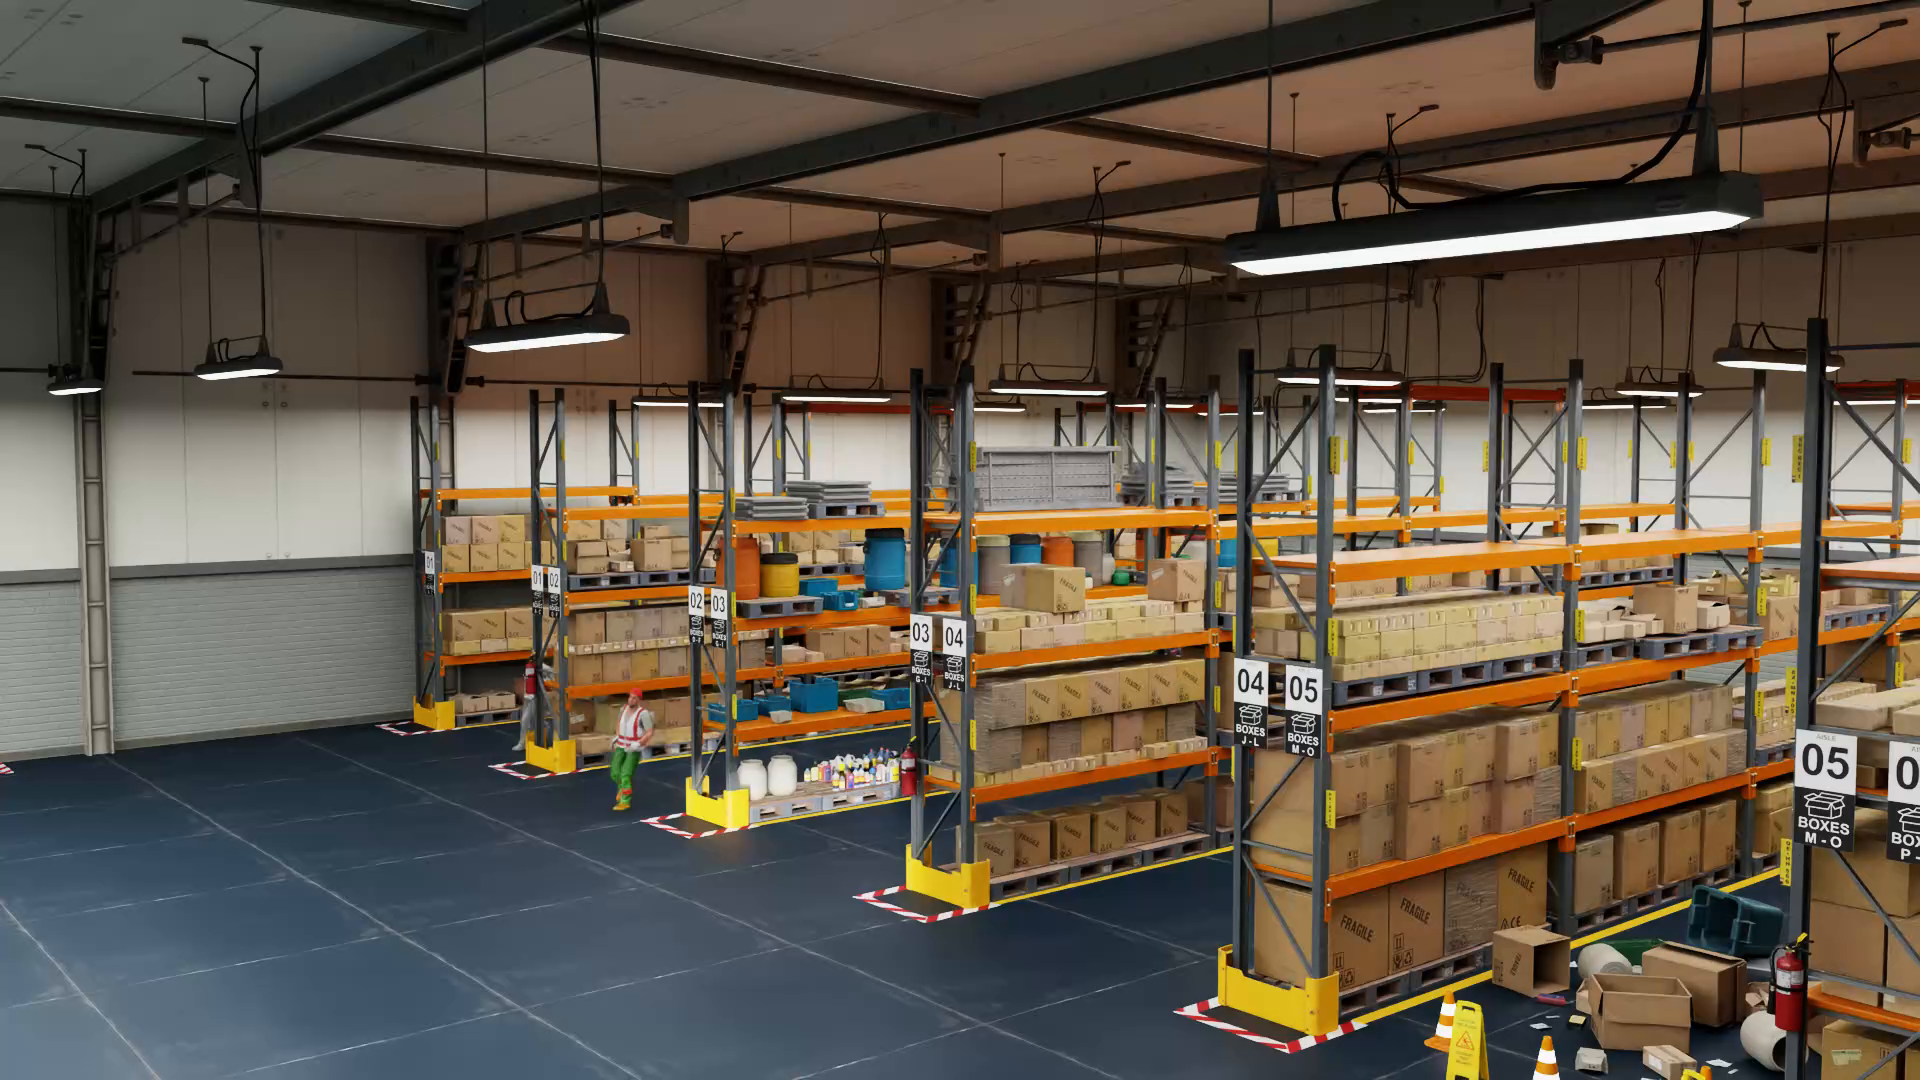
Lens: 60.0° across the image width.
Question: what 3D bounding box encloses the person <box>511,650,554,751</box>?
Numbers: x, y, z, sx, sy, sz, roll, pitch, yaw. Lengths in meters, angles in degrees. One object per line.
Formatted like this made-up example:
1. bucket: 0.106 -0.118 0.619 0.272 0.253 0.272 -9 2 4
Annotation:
1. person: -7.196 2.658 27.974 0.676 1.715 0.855 3 5 43

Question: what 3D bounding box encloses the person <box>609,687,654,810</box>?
1. person: -4.611 2.926 23.316 0.692 1.726 0.562 1 4 21

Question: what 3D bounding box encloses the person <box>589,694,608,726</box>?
1. person: -6.254 2.623 28.917 0.631 1.659 0.729 2 4 33
